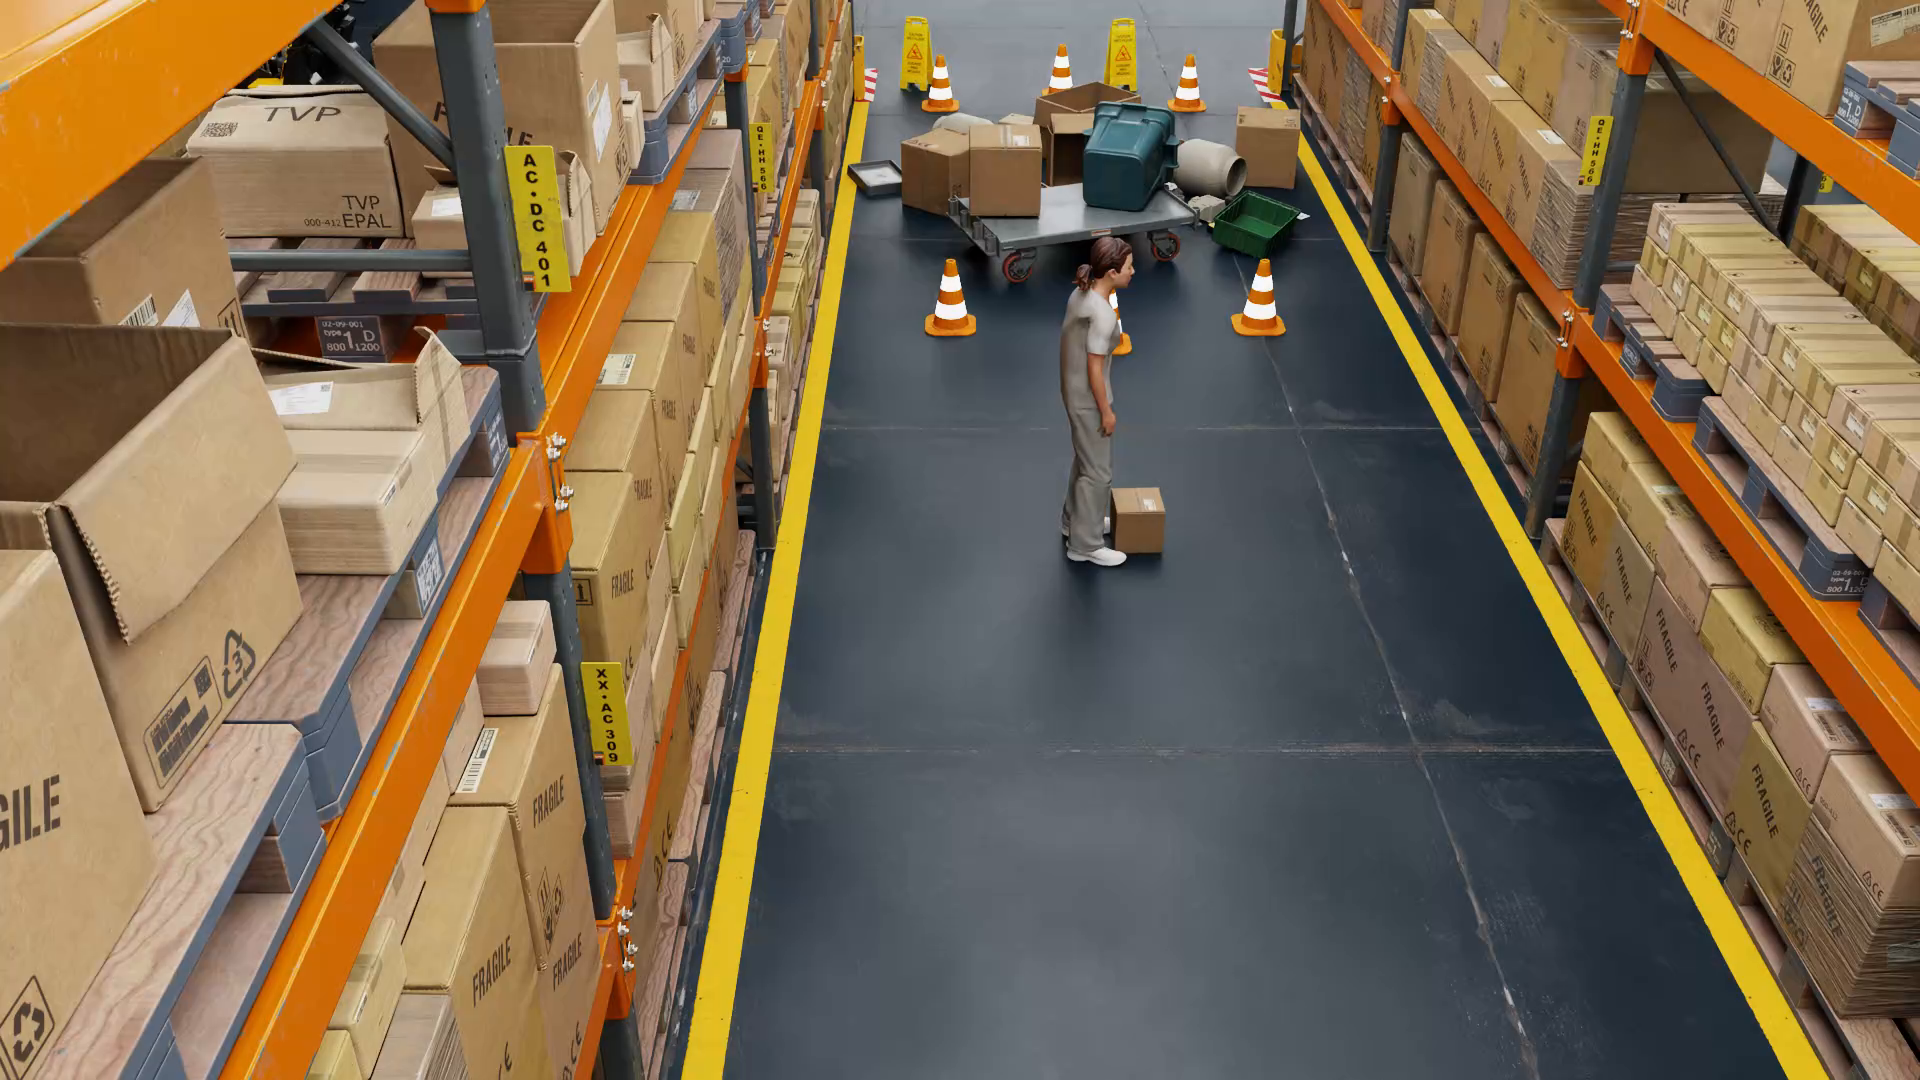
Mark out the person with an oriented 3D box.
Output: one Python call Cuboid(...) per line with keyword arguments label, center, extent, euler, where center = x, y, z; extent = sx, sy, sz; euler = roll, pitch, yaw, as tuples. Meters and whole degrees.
Cuboid(label="person", center=(0.672, -0.702, 8.276), extent=(0.355, 1.672, 0.515), euler=(-2, 32, -3))
